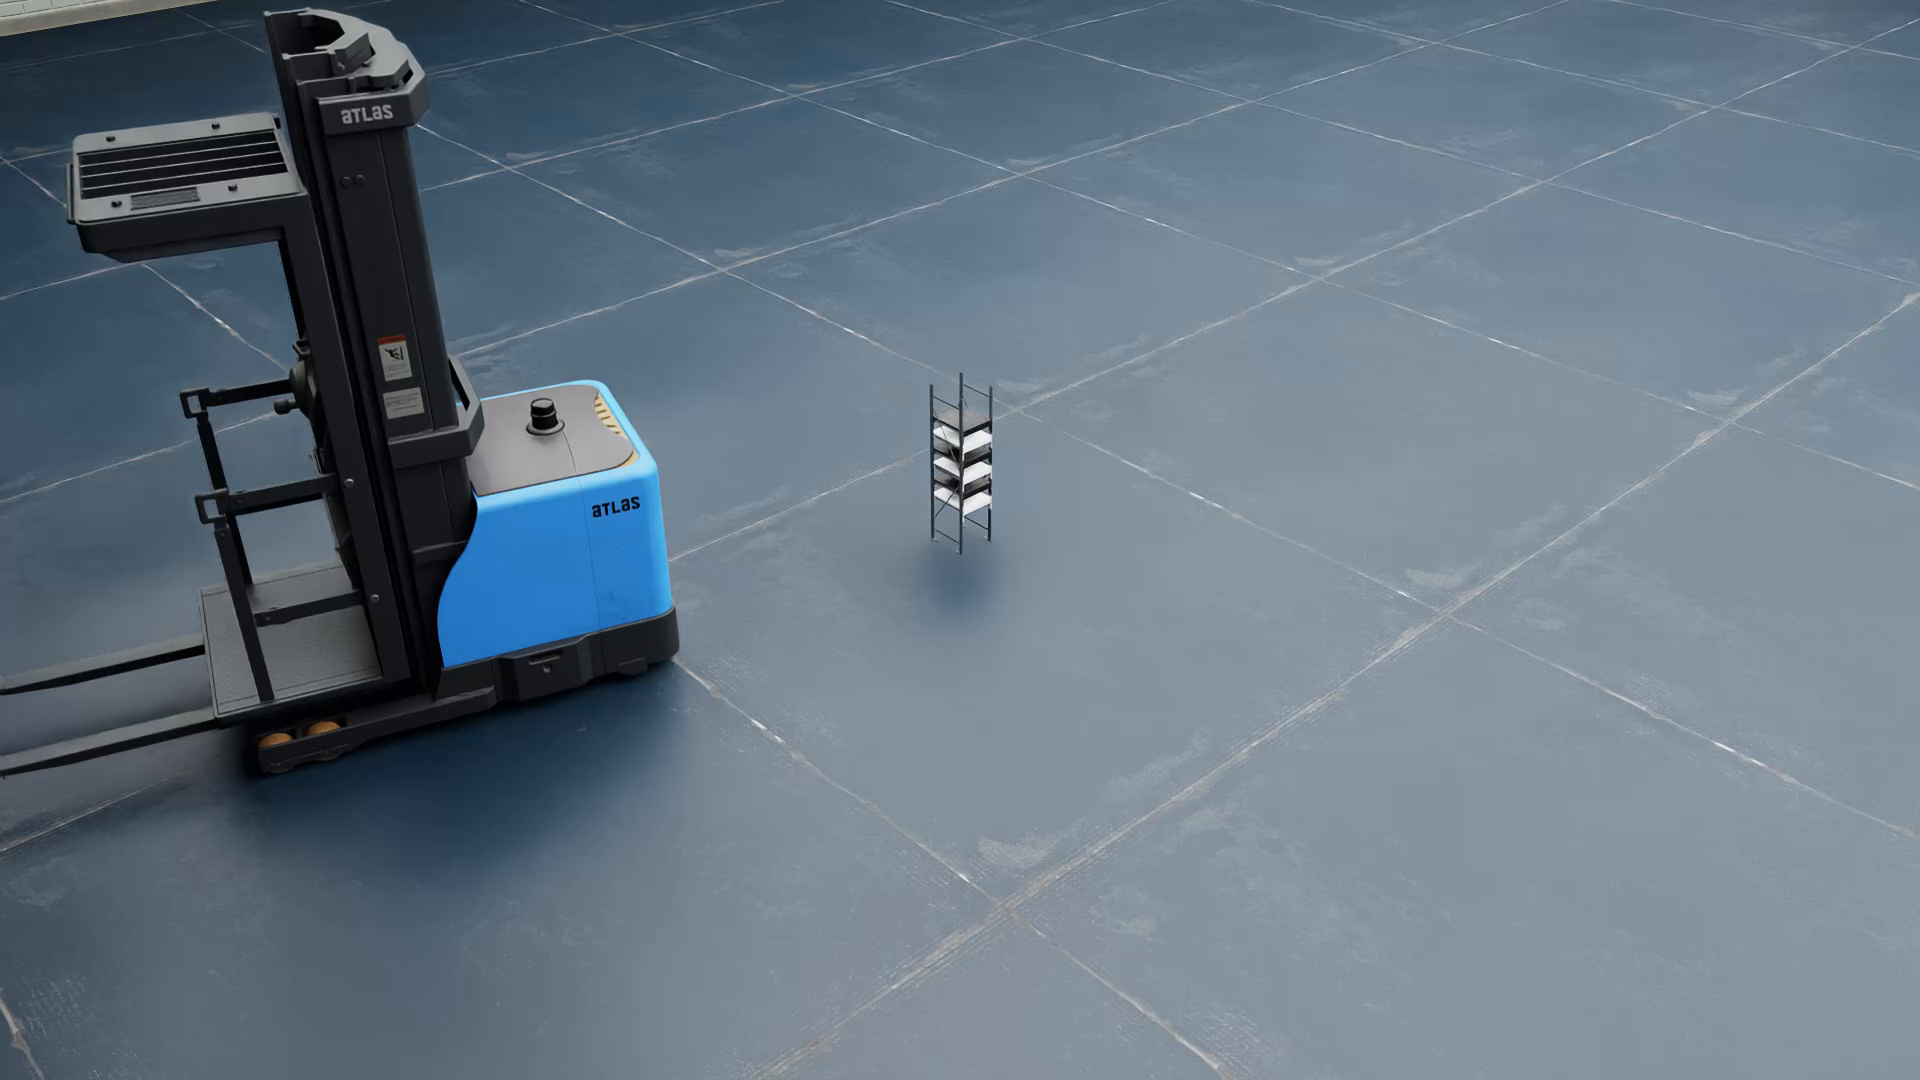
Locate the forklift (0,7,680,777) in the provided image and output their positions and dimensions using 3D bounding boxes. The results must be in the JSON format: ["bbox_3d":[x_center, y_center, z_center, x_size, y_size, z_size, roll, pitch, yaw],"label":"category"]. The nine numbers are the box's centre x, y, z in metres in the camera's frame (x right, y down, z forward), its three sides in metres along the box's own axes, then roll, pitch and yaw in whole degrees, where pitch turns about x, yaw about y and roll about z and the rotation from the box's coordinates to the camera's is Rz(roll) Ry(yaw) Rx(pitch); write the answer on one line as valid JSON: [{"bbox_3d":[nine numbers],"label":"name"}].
[{"bbox_3d":[-2.873,-0.569,6.871,3.031,2.935,1.130,-14,34,-21],"label":"forklift"}]

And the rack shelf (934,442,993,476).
[{"bbox_3d":[0.006,-0.435,8.490,0.200,0.077,0.258,-26,40,-35],"label":"rack shelf"}]

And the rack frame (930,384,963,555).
[{"bbox_3d":[-0.069,-0.351,8.461,0.006,0.900,0.240,-26,40,-35],"label":"rack frame"}]

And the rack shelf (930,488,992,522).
[{"bbox_3d":[0.006,-0.205,8.631,0.200,0.077,0.258,-26,40,-35],"label":"rack shelf"}]

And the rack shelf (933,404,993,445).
[{"bbox_3d":[0.006,-0.589,8.396,0.200,0.077,0.258,-26,40,-35],"label":"rack shelf"}]

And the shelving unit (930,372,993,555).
[{"bbox_3d":[0.006,-0.387,8.520,0.210,0.900,0.258,-26,40,-35],"label":"shelving unit"}]

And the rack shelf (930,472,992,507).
[{"bbox_3d":[0.006,-0.282,8.584,0.200,0.077,0.258,-26,40,-35],"label":"rack shelf"}]

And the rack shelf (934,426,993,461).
[{"bbox_3d":[0.006,-0.512,8.443,0.200,0.077,0.258,-26,40,-35],"label":"rack shelf"}]

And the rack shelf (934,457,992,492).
[{"bbox_3d":[0.006,-0.358,8.537,0.200,0.077,0.258,-26,40,-35],"label":"rack shelf"}]

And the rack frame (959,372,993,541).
[{"bbox_3d":[0.081,-0.423,8.579,0.006,0.900,0.240,-26,40,-35],"label":"rack frame"}]
